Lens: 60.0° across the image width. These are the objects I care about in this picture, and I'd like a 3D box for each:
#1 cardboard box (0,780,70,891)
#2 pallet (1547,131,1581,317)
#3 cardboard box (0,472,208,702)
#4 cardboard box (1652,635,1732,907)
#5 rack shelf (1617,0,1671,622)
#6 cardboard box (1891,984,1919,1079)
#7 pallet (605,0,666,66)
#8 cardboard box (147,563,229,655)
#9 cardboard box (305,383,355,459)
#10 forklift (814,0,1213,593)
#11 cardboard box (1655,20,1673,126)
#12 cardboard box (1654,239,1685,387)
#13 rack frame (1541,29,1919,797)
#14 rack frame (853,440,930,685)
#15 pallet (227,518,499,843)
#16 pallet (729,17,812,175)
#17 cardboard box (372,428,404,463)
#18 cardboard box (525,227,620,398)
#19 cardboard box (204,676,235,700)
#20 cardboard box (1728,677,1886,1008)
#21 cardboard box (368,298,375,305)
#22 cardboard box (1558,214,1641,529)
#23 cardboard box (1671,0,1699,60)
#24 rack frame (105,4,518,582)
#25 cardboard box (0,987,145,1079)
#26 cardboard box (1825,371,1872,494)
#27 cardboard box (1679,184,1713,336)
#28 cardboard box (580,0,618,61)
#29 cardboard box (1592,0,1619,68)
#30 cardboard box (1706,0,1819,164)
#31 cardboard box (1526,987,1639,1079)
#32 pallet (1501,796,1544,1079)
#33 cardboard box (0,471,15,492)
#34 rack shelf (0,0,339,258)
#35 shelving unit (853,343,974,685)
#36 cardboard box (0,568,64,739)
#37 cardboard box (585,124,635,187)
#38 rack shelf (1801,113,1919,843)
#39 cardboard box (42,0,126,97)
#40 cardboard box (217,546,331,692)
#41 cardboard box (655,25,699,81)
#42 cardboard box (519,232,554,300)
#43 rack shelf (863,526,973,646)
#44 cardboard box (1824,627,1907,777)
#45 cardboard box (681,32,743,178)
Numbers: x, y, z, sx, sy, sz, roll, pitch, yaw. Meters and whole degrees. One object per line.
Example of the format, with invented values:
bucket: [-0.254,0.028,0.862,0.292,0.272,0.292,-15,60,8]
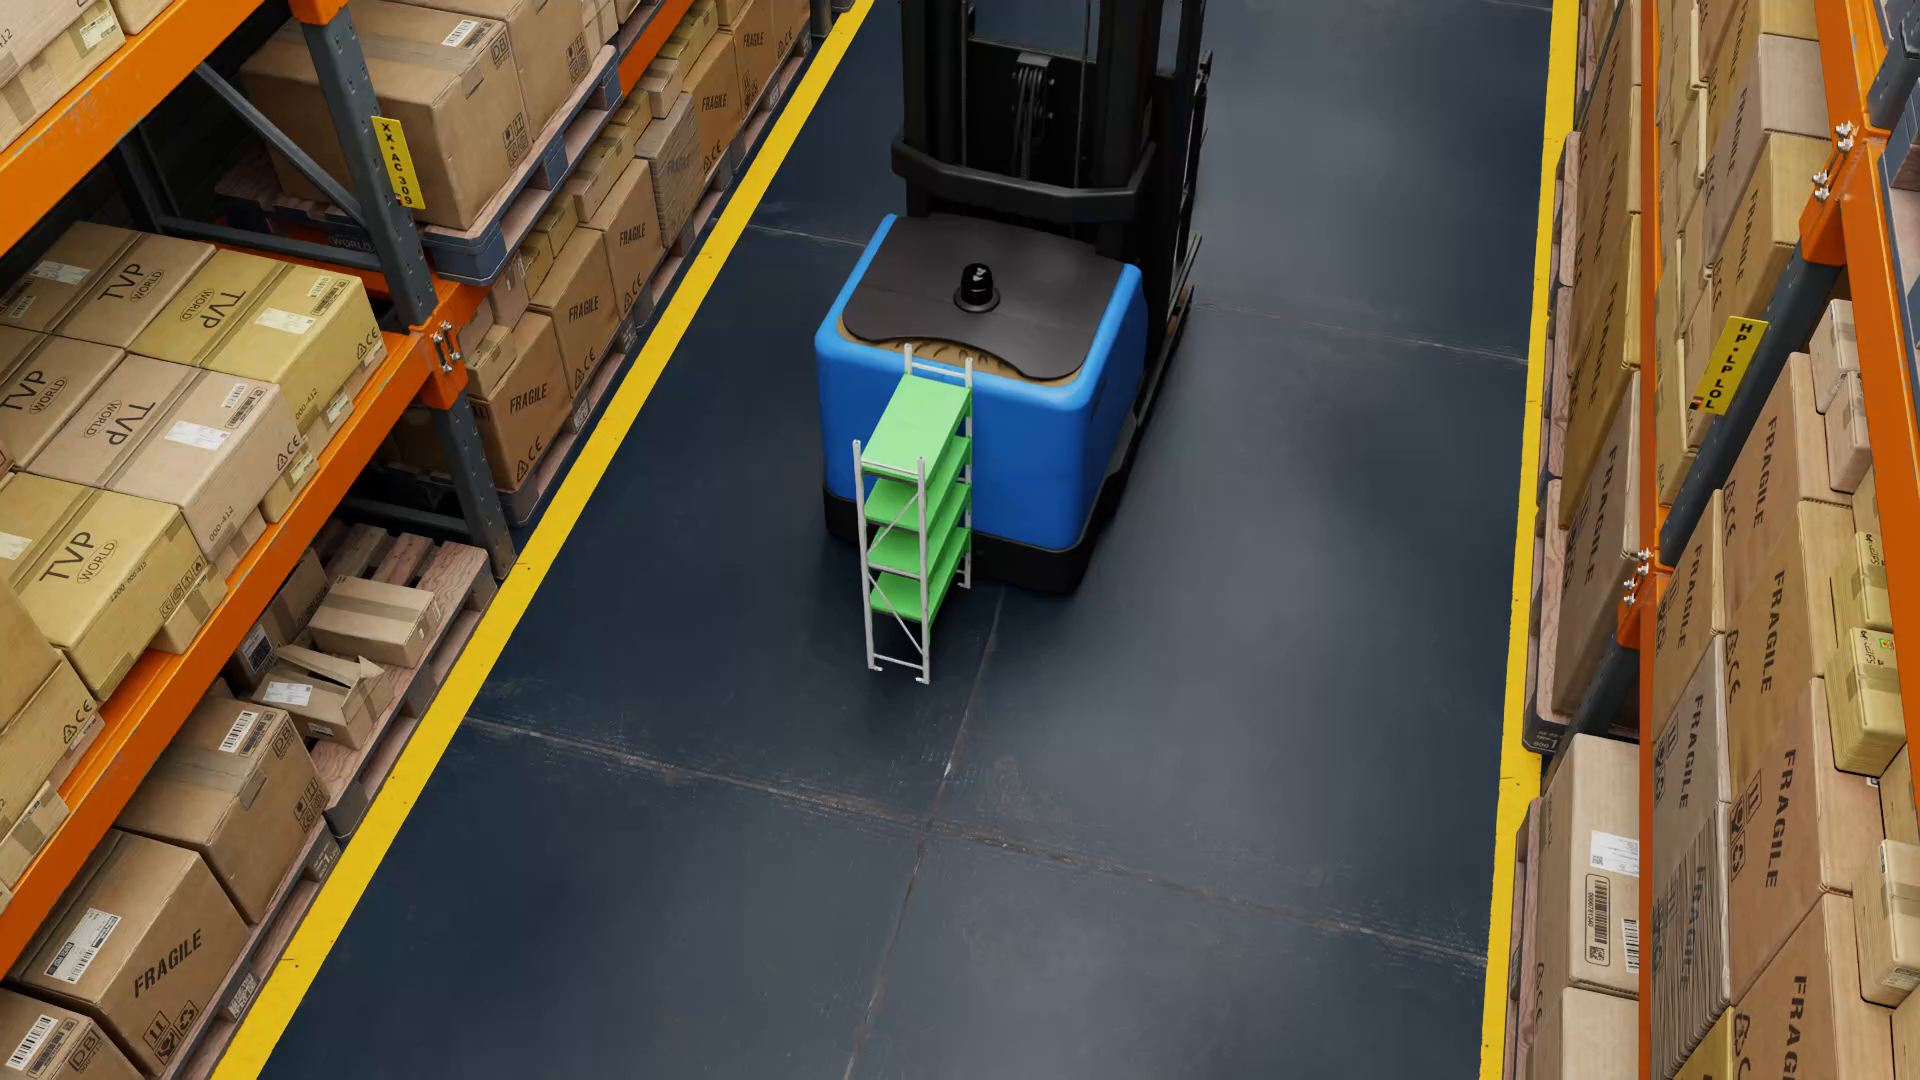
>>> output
cardboard box: [-2.519,0.704,4.214,0.380,0.149,0.250,13,50,11]
pallet: [3.308,-1.411,7.773,1.003,0.211,1.213,12,50,10]
cardboard box: [-2.415,0.119,4.465,0.500,0.250,0.500,11,50,10]
cardboard box: [2.023,0.622,4.052,0.500,0.500,0.500,12,50,10]
rack shelf: [3.062,-1.204,6.211,1.077,0.370,4.000,12,50,10]
cardboard box: [1.754,0.900,2.708,0.380,0.149,0.250,13,50,11]
pallet: [-1.709,-2.394,6.910,1.003,0.211,1.213,12,50,10]
cardboard box: [-2.322,0.151,4.702,0.380,0.149,0.250,11,49,9]
cardboard box: [-2.142,-0.416,5.203,0.380,0.149,0.250,13,50,11]
forklift: [0.416,-1.898,6.389,1.130,2.935,3.031,14,50,12]
cardboard box: [2.955,-1.782,6.341,0.500,0.250,0.500,13,50,11]
cardboard box: [2.545,-0.688,5.376,0.500,0.250,0.500,11,49,10]
rack frame: [2.535,0.005,4.664,1.000,3.000,0.127,12,50,10]
rack frame: [-0.228,0.108,5.773,0.240,1.200,0.015,14,50,12]
pallet: [-2.436,0.447,6.134,1.003,0.211,1.213,12,50,10]
pallet: [-1.434,-2.410,8.655,1.003,0.211,1.213,12,50,10]
cardboard box: [-2.410,-0.698,6.671,0.500,0.500,0.500,11,50,10]
cardboard box: [-1.779,-0.977,6.917,0.500,0.500,0.500,11,49,10]
cardboard box: [-2.770,0.577,5.780,0.380,0.149,0.250,11,49,10]
cardboard box: [1.892,0.670,3.344,0.500,0.500,0.500,12,50,11]
cardboard box: [-2.436,-0.822,6.348,0.380,0.149,0.250,10,49,9]
cardboard box: [2.852,-0.551,6.291,0.875,0.875,0.875,13,50,11]
cardboard box: [2.936,-1.955,6.160,0.500,0.250,0.500,11,50,10]
rack frame: [-2.254,-0.972,5.526,1.000,3.000,0.127,12,50,10]
cardboard box: [-2.792,1.575,4.665,0.700,0.500,0.500,13,50,12]
cardboard box: [2.150,-0.208,3.686,0.380,0.149,0.250,12,50,11]
cardboard box: [2.541,-0.841,5.177,0.500,0.250,0.500,13,50,11]
cardboard box: [-1.518,-1.996,6.239,0.396,0.266,0.258,14,50,12]
cardboard box: [3.747,-2.565,8.404,0.950,0.372,0.625,9,49,7]
cardboard box: [2.692,-1.471,5.233,0.500,0.500,0.500,13,50,11]
cardboard box: [2.032,1.794,4.514,0.875,0.438,0.875,10,49,9]
pallet: [2.260,1.462,5.238,1.003,0.211,1.213,12,50,10]
cardboard box: [-2.908,0.021,4.551,0.500,0.250,0.500,13,50,11]
rack shelf: [-2.781,-0.280,3.395,1.077,0.370,4.000,12,50,10]
shelving unit: [-0.151,-0.065,5.926,0.258,1.200,0.503,14,50,12]
cardboard box: [-2.533,0.264,3.837,0.500,0.500,0.500,13,50,11]
cardboard box: [-1.620,-1.663,7.090,0.380,0.149,0.250,13,50,11]
rack shelf: [2.009,0.697,2.533,1.077,0.370,4.000,12,50,10]
cardboard box: [-2.210,-1.194,3.889,0.380,0.149,0.250,13,50,11]
cardboard box: [-2.656,0.210,5.996,0.500,0.311,0.500,13,50,11]
cardboard box: [-1.419,-2.237,7.597,0.380,0.149,0.250,11,49,9]
cardboard box: [-1.848,-1.109,6.602,0.380,0.149,0.250,9,49,8]
rack shelf: [-0.151,0.136,6.154,0.258,0.148,0.480,14,50,12]
cardboard box: [1.901,0.339,3.203,0.380,0.149,0.250,10,49,9]
cardboard box: [-1.382,-2.090,7.900,0.500,0.500,0.500,14,50,12]
